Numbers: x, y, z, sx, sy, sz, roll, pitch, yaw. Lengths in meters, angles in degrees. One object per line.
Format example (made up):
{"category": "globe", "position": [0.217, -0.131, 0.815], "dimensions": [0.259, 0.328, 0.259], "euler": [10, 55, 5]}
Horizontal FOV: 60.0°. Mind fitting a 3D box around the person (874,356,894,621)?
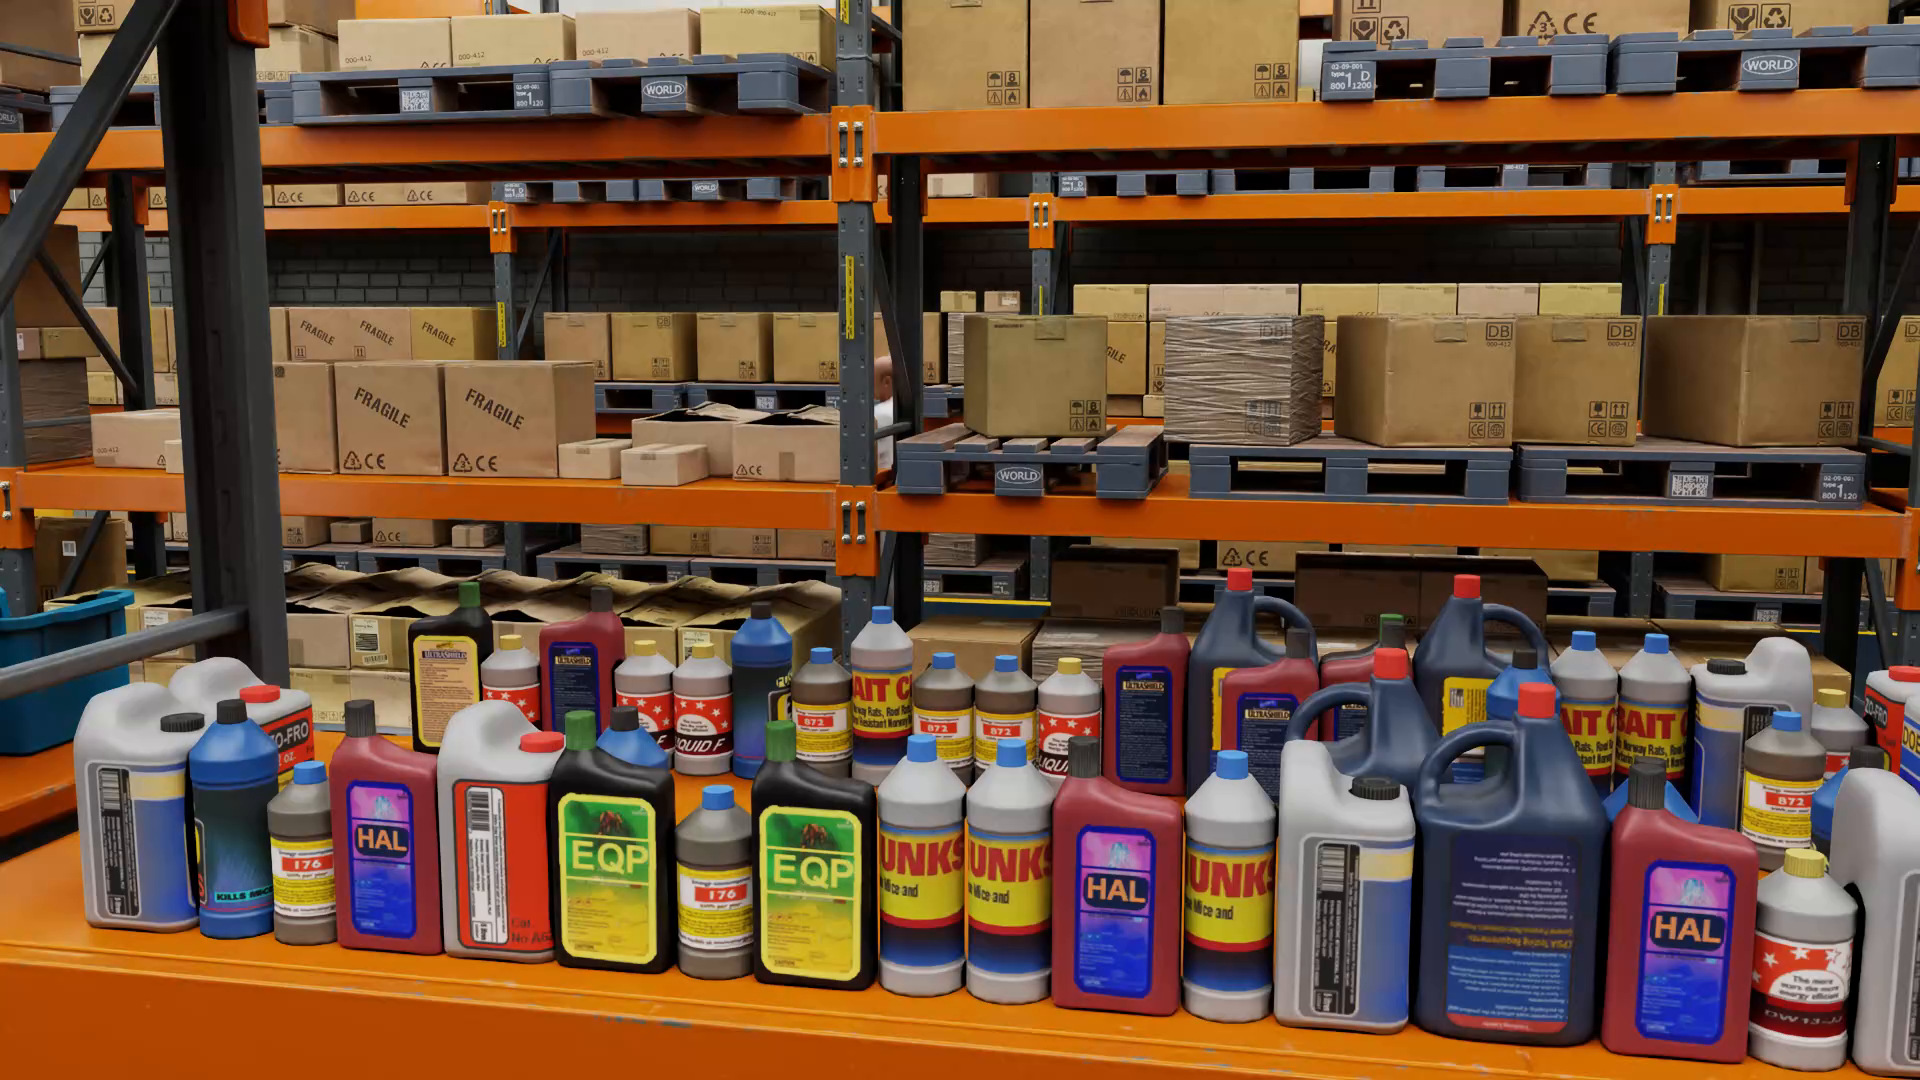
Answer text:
{"category": "person", "position": [-0.433, -0.131, 9.351], "dimensions": [0.399, 1.800, 0.570], "euler": [2, 8, 12]}
